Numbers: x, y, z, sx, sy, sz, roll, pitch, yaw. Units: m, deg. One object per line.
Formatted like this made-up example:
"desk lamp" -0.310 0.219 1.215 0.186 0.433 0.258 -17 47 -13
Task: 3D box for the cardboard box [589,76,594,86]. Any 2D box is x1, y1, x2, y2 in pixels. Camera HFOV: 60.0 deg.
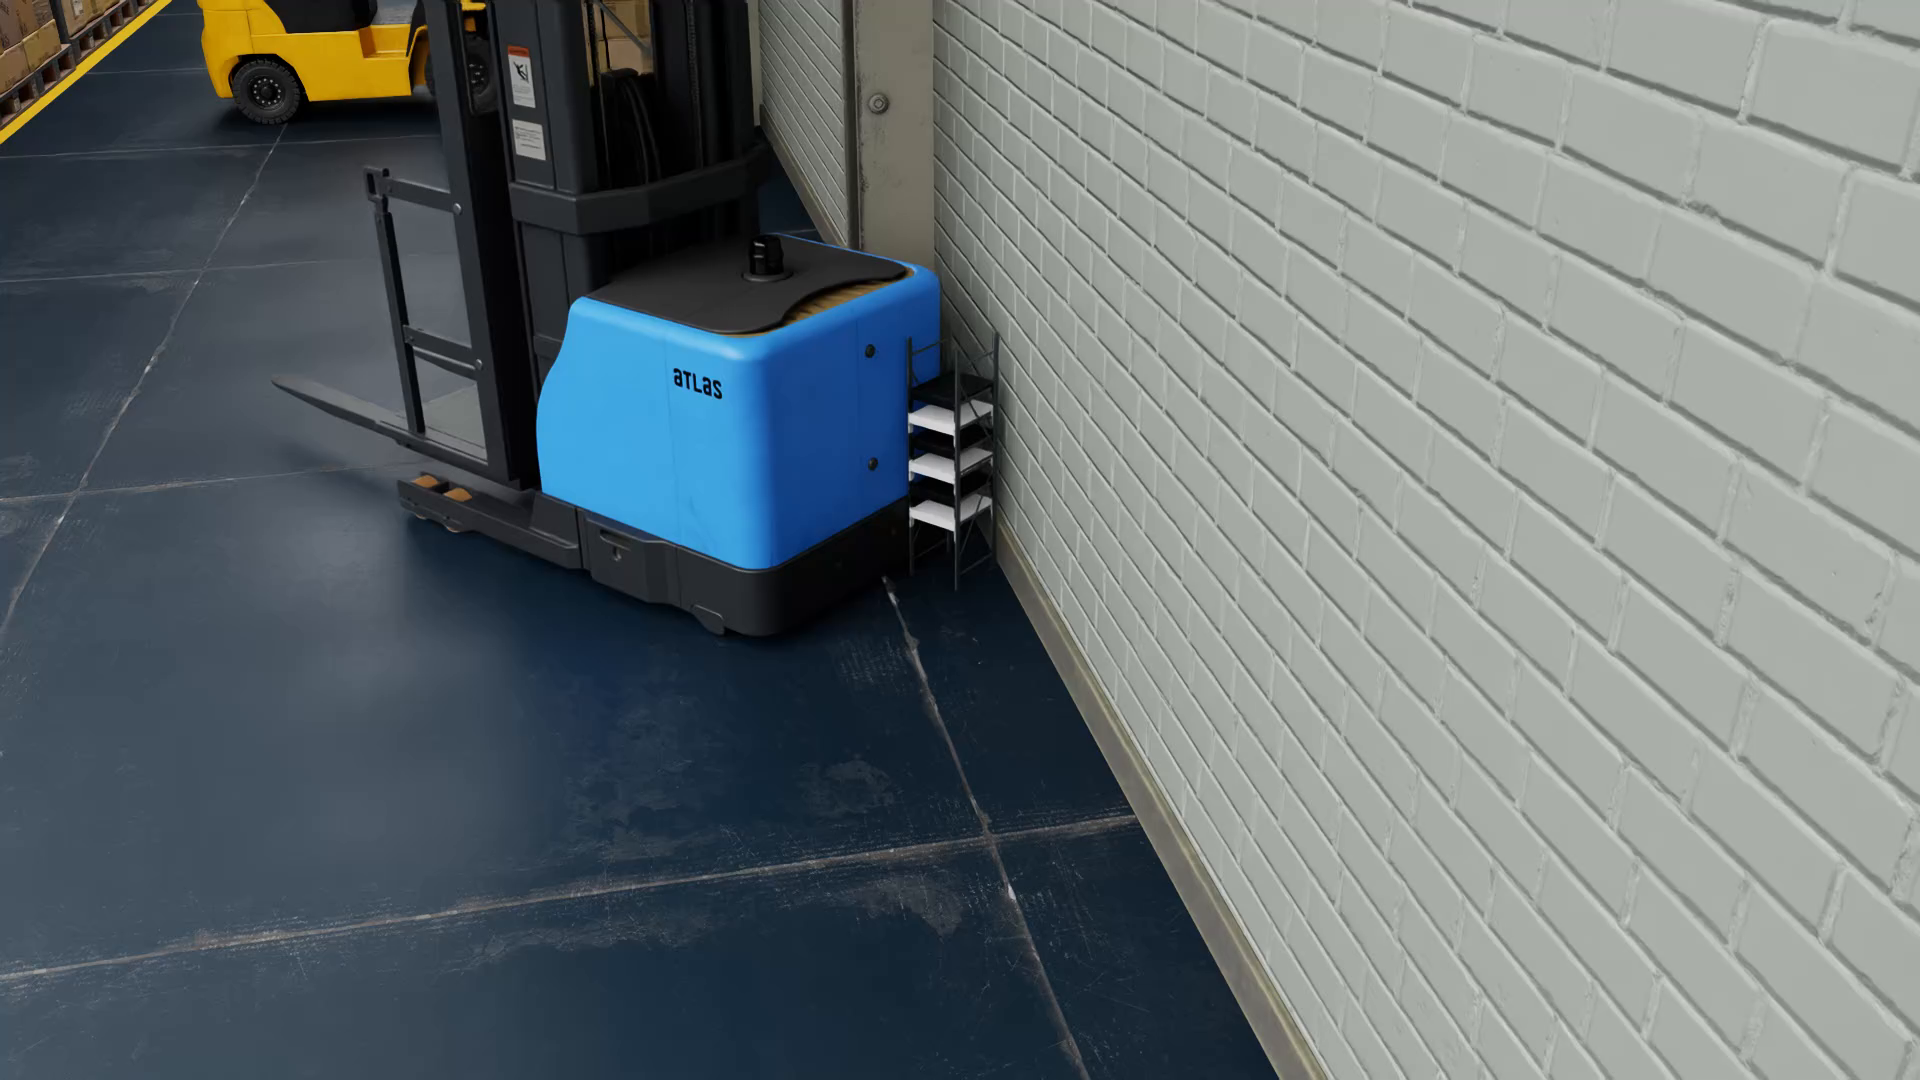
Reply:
"cardboard box" -2.778 -3.235 11.915 0.500 0.250 0.500 -6 27 -11

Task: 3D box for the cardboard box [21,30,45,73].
"cardboard box" -7.576 -3.846 13.126 0.500 0.250 0.500 -7 28 -13

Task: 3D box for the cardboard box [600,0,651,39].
"cardboard box" -2.288 -3.737 11.801 0.500 0.250 0.500 -6 27 -12

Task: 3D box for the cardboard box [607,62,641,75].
"cardboard box" -2.284 -3.296 12.037 0.500 0.250 0.500 -6 27 -11

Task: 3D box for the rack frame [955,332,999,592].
"rack frame" 0.057 -0.261 5.767 0.006 0.900 0.240 19 32 32

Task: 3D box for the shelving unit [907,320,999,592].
"shelving unit" -0.024 -0.288 5.821 0.210 0.900 0.258 19 32 32

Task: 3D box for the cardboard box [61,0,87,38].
"cardboard box" -8.221 -4.595 14.476 0.950 0.372 0.625 -6 27 -11

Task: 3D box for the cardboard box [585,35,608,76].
"cardboard box" -2.779 -3.466 11.818 0.500 0.250 0.500 -6 27 -12

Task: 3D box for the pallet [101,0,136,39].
"pallet" -8.556 -4.984 15.891 1.003 0.211 1.213 -6 27 -12

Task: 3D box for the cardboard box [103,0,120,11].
"cardboard box" -8.545 -5.216 15.705 0.950 0.372 0.625 -5 27 -10

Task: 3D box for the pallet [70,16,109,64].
"pallet" -8.278 -4.448 14.828 1.003 0.211 1.213 -6 27 -12

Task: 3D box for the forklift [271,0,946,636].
"forklift" -1.537 -1.506 5.982 3.031 2.935 1.130 19 32 32

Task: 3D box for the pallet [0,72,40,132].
"pallet" -7.637 -3.278 12.511 1.003 0.211 1.213 -6 27 -12

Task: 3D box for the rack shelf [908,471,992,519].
"rack shelf" -0.025 -0.178 5.876 0.200 0.077 0.258 19 32 32

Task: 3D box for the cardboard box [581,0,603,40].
"cardboard box" -2.772 -3.677 11.683 0.500 0.250 0.500 -5 27 -10

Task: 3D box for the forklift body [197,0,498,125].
"forklift body" -4.569 -4.369 12.519 2.313 2.155 1.214 -6 27 -12

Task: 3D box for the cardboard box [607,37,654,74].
"cardboard box" -2.268 -3.511 11.908 0.500 0.250 0.500 -5 27 -11

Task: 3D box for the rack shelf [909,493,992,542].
"rack shelf" -0.025 -0.098 5.917 0.200 0.077 0.258 19 32 32

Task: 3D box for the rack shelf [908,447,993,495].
"rack shelf" -0.024 -0.259 5.836 0.200 0.077 0.258 19 32 32

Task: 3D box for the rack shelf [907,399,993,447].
"rack shelf" -0.024 -0.420 5.756 0.200 0.077 0.258 19 32 32

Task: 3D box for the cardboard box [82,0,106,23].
"cardboard box" -8.387 -4.911 15.100 0.950 0.372 0.625 -4 27 -8

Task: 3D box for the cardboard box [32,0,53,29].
"cardboard box" -7.706 -4.413 13.418 0.500 0.500 0.500 -6 27 -12

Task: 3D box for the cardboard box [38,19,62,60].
"cardboard box" -7.706 -4.079 13.587 0.500 0.250 0.500 -5 27 -9

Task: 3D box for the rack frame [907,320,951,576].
"rack frame" -0.106 -0.316 5.875 0.006 0.900 0.240 19 32 32

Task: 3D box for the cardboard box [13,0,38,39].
"cardboard box" -7.590 -4.190 12.976 0.500 0.500 0.500 -5 27 -11

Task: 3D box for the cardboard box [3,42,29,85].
"cardboard box" -7.466 -3.622 12.683 0.500 0.250 0.500 -6 27 -11

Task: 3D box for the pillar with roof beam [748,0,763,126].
"pillar with roof beam" -5.837 -6.739 9.614 9.100 9.000 0.400 -6 27 -12

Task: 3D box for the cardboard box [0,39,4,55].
"cardboard box" -7.345 -3.732 12.069 0.500 0.500 0.500 -5 27 -11

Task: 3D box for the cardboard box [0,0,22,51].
"cardboard box" -7.474 -3.966 12.532 0.500 0.500 0.500 -5 27 -9

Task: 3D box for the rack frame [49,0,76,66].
"rack frame" -8.101 -5.351 13.522 1.000 3.000 0.127 -6 27 -12

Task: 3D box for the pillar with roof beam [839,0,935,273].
"pillar with roof beam" -4.485 -4.105 4.396 9.100 9.000 0.400 -6 27 -12

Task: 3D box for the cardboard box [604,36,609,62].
"cardboard box" -2.392 -3.730 12.342 0.500 0.250 0.500 -6 27 -12

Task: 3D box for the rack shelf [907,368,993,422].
"rack shelf" -0.024 -0.500 5.715 0.200 0.077 0.258 19 32 32

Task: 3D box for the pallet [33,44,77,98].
"pallet" -7.915 -3.815 13.574 1.003 0.211 1.213 -6 27 -12

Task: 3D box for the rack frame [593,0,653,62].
"rack frame" -2.364 -4.101 11.045 1.000 3.000 0.127 -6 27 -12

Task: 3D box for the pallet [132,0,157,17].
"pallet" -8.828 -5.519 16.950 1.003 0.211 1.213 -6 27 -12

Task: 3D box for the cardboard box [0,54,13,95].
"cardboard box" -7.355 -3.400 12.243 0.500 0.250 0.500 -4 27 -8

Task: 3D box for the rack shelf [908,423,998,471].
"rack shelf" -0.024 -0.339 5.796 0.200 0.077 0.258 19 32 32
